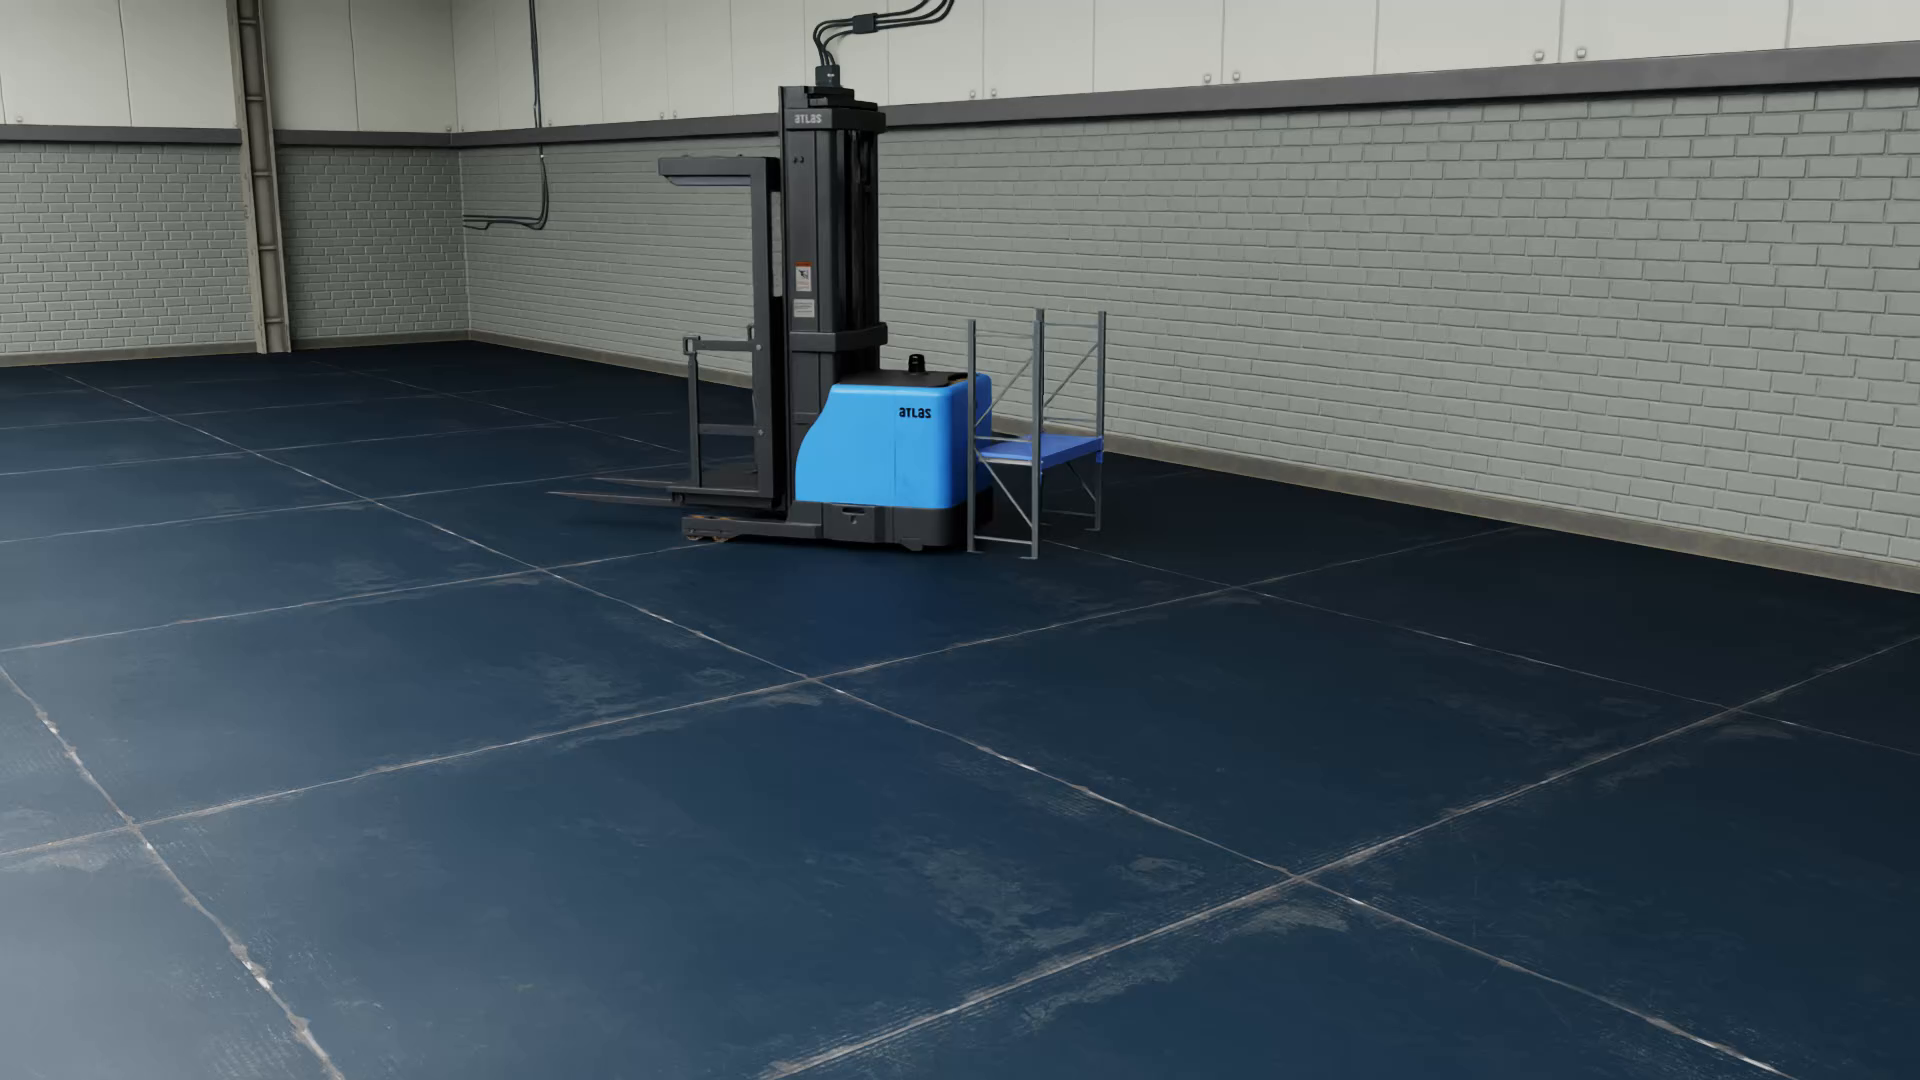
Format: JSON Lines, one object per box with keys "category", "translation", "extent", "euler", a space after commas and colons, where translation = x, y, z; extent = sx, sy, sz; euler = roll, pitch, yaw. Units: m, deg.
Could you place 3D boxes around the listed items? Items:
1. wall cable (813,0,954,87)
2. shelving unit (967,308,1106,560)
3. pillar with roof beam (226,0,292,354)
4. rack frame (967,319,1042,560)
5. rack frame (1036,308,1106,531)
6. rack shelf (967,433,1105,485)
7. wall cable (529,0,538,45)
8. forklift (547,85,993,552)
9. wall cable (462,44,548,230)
{"category": "wall cable", "translation": [-0.774, -7.383, 16.047], "extent": [0.169, 6.003, 2.305], "euler": [-9, 15, -38]}
{"category": "shelving unit", "translation": [0.513, -0.726, 10.938], "extent": [0.538, 1.500, 1.048], "euler": [6, 13, 27]}
{"category": "pillar with roof beam", "translation": [-7.130, -6.396, 19.583], "extent": [0.400, 9.000, 9.100], "euler": [-9, 15, -38]}
{"category": "rack frame", "translation": [0.276, -0.633, 10.498], "extent": [0.500, 1.500, 0.032], "euler": [6, 13, 27]}
{"category": "rack frame", "translation": [0.749, -0.820, 11.378], "extent": [0.500, 1.500, 0.032], "euler": [6, 13, 27]}
{"category": "rack shelf", "translation": [0.513, -0.550, 10.975], "extent": [0.538, 0.185, 1.000], "euler": [6, 13, 27]}
{"category": "wall cable", "translation": [-5.002, -7.774, 21.393], "extent": [0.112, 2.526, 3.097], "euler": [-9, 15, -38]}
{"category": "forklift", "translation": [-1.347, -1.517, 11.218], "extent": [3.031, 2.935, 1.130], "euler": [4, 13, 17]}
{"category": "wall cable", "translation": [-6.692, -5.743, 23.984], "extent": [0.112, 2.526, 3.097], "euler": [-9, 15, -38]}
